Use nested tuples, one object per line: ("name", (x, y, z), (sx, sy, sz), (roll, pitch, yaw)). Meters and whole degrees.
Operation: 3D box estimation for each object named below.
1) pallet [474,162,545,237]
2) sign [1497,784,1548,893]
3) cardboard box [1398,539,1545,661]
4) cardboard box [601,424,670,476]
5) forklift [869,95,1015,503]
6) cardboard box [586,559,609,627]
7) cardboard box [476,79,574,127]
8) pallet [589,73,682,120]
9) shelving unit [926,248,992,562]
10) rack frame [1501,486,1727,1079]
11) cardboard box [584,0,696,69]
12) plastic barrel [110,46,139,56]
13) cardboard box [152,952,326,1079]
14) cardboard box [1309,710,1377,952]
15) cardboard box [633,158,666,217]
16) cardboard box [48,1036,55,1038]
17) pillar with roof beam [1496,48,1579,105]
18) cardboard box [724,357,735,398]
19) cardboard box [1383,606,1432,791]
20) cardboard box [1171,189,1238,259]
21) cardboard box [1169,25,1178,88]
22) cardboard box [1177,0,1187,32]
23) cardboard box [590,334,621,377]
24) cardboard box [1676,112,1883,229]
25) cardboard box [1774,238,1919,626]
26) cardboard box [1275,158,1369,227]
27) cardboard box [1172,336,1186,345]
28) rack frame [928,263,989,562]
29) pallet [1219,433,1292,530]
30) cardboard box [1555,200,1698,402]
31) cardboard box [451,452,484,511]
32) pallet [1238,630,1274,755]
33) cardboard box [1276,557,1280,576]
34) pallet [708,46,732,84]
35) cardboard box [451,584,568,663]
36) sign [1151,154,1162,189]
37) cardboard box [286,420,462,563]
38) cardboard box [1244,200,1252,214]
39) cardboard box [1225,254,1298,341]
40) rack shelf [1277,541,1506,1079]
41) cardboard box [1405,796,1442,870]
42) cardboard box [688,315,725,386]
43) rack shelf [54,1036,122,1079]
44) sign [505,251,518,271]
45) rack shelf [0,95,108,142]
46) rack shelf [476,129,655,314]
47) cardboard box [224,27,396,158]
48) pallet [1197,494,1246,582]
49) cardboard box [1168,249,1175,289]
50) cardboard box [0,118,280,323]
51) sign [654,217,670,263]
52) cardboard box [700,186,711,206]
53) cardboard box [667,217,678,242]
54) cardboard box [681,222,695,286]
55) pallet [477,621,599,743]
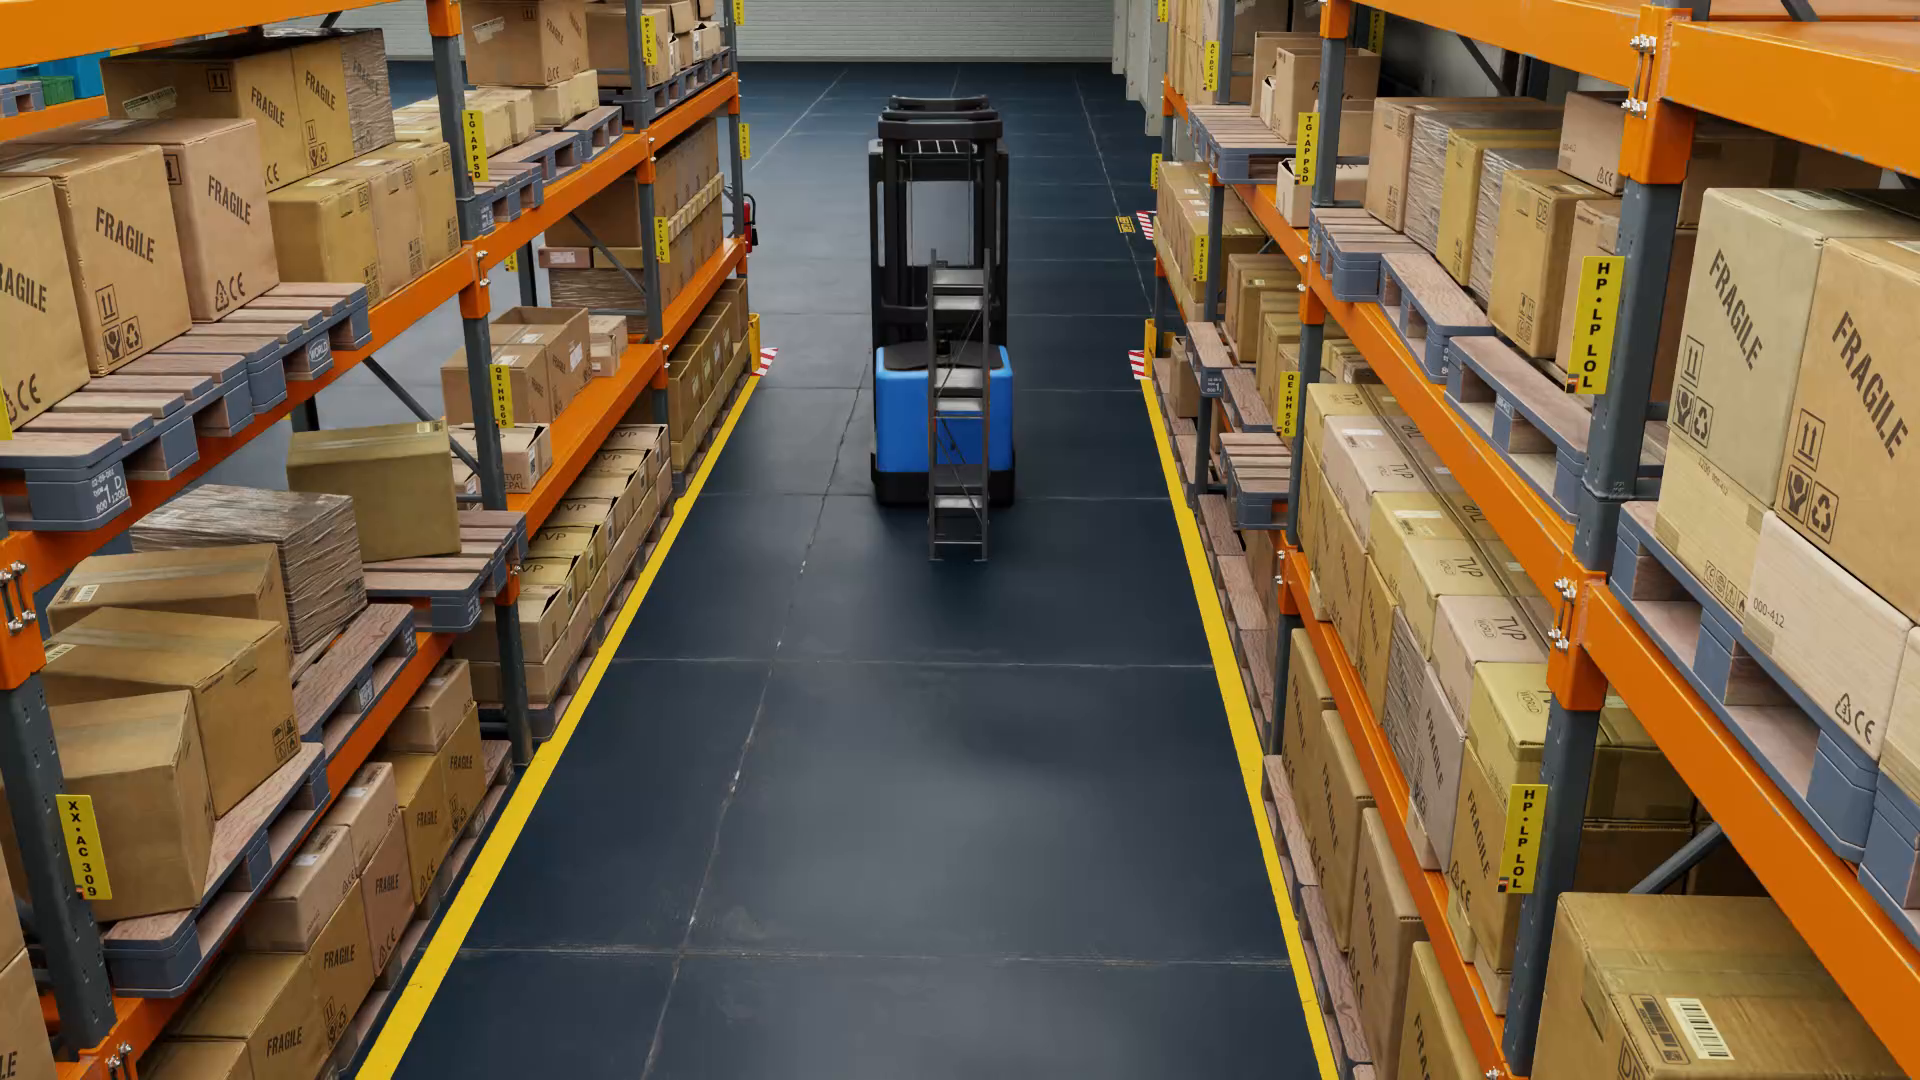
("pallet", (-2.877, -1.765, 8.545), (1.213, 0.211, 1.003), (2, 21, 4))
("sign", (1.479, 0.786, 4.365), (0.100, 0.325, 0.005), (1, 21, 2))
("cardboard box", (1.821, 0.206, 5.737), (0.500, 0.250, 0.500), (1, 21, 3))
("cardboard box", (-2.412, -0.680, 12.080), (0.500, 0.311, 0.500), (1, 21, 2))
("forklift", (-0.177, -2.135, 13.480), (1.130, 2.935, 3.031), (-1, 21, -2))
("cardboard box", (-2.474, 0.322, 10.272), (0.500, 0.250, 0.500), (0, 21, 0))
("cardboard box", (-2.729, -2.757, 10.468), (0.500, 0.250, 0.500), (-1, 21, -4))
("pallet", (-2.686, -3.320, 12.415), (1.003, 0.211, 1.213), (1, 21, 2))
("shelving unit", (-0.005, -0.919, 11.495), (0.431, 2.100, 0.503), (1, 21, 2))
("rack frame", (2.022, 1.291, 4.554), (1.000, 3.000, 0.127), (1, 21, 2))
("cardboard box", (-2.510, -3.956, 13.014), (0.797, 0.503, 0.637), (3, 21, 8))
("plastic barrel", (-7.423, -4.425, 14.298), (0.600, 0.588, 0.600), (0, 21, 0))
("cardboard box", (-2.666, 1.833, 6.005), (0.500, 0.500, 0.500), (1, 21, 2))
("cardboard box", (1.957, 1.233, 7.096), (0.750, 0.750, 0.750), (1, 21, 1))
("cardboard box", (-2.665, -2.649, 12.777), (0.700, 0.500, 0.500), (1, 21, 1))
("cardboard box", (-3.178, 1.838, 5.992), (0.500, 0.500, 0.500), (1, 21, 2))
("pillar with roof beam", (-1.255, -3.460, 8.505), (9.100, 9.000, 0.400), (1, 21, 2))
("cardboard box", (-2.302, -1.456, 14.854), (0.500, 0.250, 0.500), (1, 21, 2))
("cardboard box", (1.813, 0.561, 5.859), (0.500, 0.500, 0.500), (1, 21, 2))
("cardboard box", (2.021, -2.615, 13.765), (0.500, 0.500, 0.500), (1, 21, 3))
("cardboard box", (2.075, -4.190, 14.368), (0.500, 0.500, 0.500), (2, 21, 5))
("cardboard box", (2.062, -4.465, 13.695), (0.500, 0.500, 0.500), (1, 21, 3))
("cardboard box", (-2.530, -1.272, 11.345), (0.396, 0.266, 0.258), (0, 21, 0))
("cardboard box", (2.180, -1.025, 4.594), (0.500, 0.250, 0.500), (2, 21, 5))
("cardboard box", (1.710, -0.188, 2.673), (0.500, 0.500, 0.500), (0, 21, 1))
("cardboard box", (1.895, -1.784, 8.430), (0.500, 0.311, 0.500), (1, 21, 2))
("cardboard box", (2.276, -1.750, 15.501), (0.500, 0.311, 0.500), (-2, 21, -4))
("rack frame", (-0.012, -0.831, 11.267), (0.400, 2.100, 0.015), (1, 21, 2))
("pallet", (2.059, -0.324, 8.983), (1.213, 0.211, 1.003), (1, 21, 2))
("cardboard box", (2.158, -0.676, 4.730), (0.700, 0.500, 0.500), (-1, 21, -1))
("cardboard box", (-2.753, -0.297, 8.772), (0.500, 0.311, 0.500), (2, 21, 5))
("pallet", (2.169, 0.863, 9.514), (1.003, 0.211, 1.213), (1, 21, 2))
("cardboard box", (2.245, 0.360, 9.803), (0.700, 0.500, 0.500), (1, 21, 2))
("pallet", (-2.612, -4.202, 14.688), (1.003, 0.211, 1.213), (1, 21, 2))
("cardboard box", (-2.499, 0.431, 9.218), (0.500, 0.311, 0.500), (1, 21, 3))
("sign", (1.844, -3.457, 15.595), (0.100, 0.325, 0.005), (1, 21, 2))
("cardboard box", (-2.715, -0.221, 7.734), (0.700, 0.500, 0.500), (-7, 22, -16))
("cardboard box", (2.528, -2.425, 13.275), (0.500, 0.500, 0.500), (1, 21, 3))
("cardboard box", (2.216, -1.669, 11.438), (0.700, 0.500, 0.500), (1, 21, 2))
("rack shelf", (2.083, 0.904, 6.548), (1.077, 0.370, 4.000), (1, 21, 2))
("cardboard box", (1.735, 0.993, 5.642), (0.380, 0.149, 0.250), (1, 21, 2))
("cardboard box", (-2.316, -1.624, 14.252), (0.500, 0.500, 0.500), (1, 21, 2))
("rack shelf", (-2.991, 2.297, 2.957), (1.077, 0.370, 4.000), (1, 21, 2))
("sign", (-3.241, -2.100, 11.989), (0.100, 0.325, 0.005), (1, 21, 2))
("rack shelf", (-7.576, -3.496, 13.741), (1.077, 0.370, 4.000), (1, 21, 2))
("rack shelf", (-2.747, -1.994, 9.869), (1.077, 0.370, 4.000), (1, 21, 2))
("cardboard box", (-2.828, -1.961, 7.270), (0.500, 0.500, 0.500), (1, 21, 2))
("pallet", (2.243, -0.020, 11.787), (1.003, 0.211, 1.213), (1, 21, 2))
("cardboard box", (2.014, -2.259, 13.884), (0.500, 0.250, 0.500), (1, 21, 2))
("cardboard box", (-2.803, -1.113, 5.746), (0.600, 0.600, 0.600), (0, 21, 0))
("sign", (-2.144, -2.155, 11.944), (0.100, 0.325, 0.005), (1, 21, 2))
("cardboard box", (-2.410, -3.031, 14.659), (0.380, 0.149, 0.250), (1, 21, 2))
("cardboard box", (-2.455, -2.468, 13.207), (0.380, 0.149, 0.250), (0, 21, 0))
("cardboard box", (-2.636, -2.419, 13.978), (0.700, 0.500, 0.500), (1, 21, 3))
("pallet", (-2.744, 0.795, 9.689), (1.003, 0.211, 1.213), (1, 21, 2))
